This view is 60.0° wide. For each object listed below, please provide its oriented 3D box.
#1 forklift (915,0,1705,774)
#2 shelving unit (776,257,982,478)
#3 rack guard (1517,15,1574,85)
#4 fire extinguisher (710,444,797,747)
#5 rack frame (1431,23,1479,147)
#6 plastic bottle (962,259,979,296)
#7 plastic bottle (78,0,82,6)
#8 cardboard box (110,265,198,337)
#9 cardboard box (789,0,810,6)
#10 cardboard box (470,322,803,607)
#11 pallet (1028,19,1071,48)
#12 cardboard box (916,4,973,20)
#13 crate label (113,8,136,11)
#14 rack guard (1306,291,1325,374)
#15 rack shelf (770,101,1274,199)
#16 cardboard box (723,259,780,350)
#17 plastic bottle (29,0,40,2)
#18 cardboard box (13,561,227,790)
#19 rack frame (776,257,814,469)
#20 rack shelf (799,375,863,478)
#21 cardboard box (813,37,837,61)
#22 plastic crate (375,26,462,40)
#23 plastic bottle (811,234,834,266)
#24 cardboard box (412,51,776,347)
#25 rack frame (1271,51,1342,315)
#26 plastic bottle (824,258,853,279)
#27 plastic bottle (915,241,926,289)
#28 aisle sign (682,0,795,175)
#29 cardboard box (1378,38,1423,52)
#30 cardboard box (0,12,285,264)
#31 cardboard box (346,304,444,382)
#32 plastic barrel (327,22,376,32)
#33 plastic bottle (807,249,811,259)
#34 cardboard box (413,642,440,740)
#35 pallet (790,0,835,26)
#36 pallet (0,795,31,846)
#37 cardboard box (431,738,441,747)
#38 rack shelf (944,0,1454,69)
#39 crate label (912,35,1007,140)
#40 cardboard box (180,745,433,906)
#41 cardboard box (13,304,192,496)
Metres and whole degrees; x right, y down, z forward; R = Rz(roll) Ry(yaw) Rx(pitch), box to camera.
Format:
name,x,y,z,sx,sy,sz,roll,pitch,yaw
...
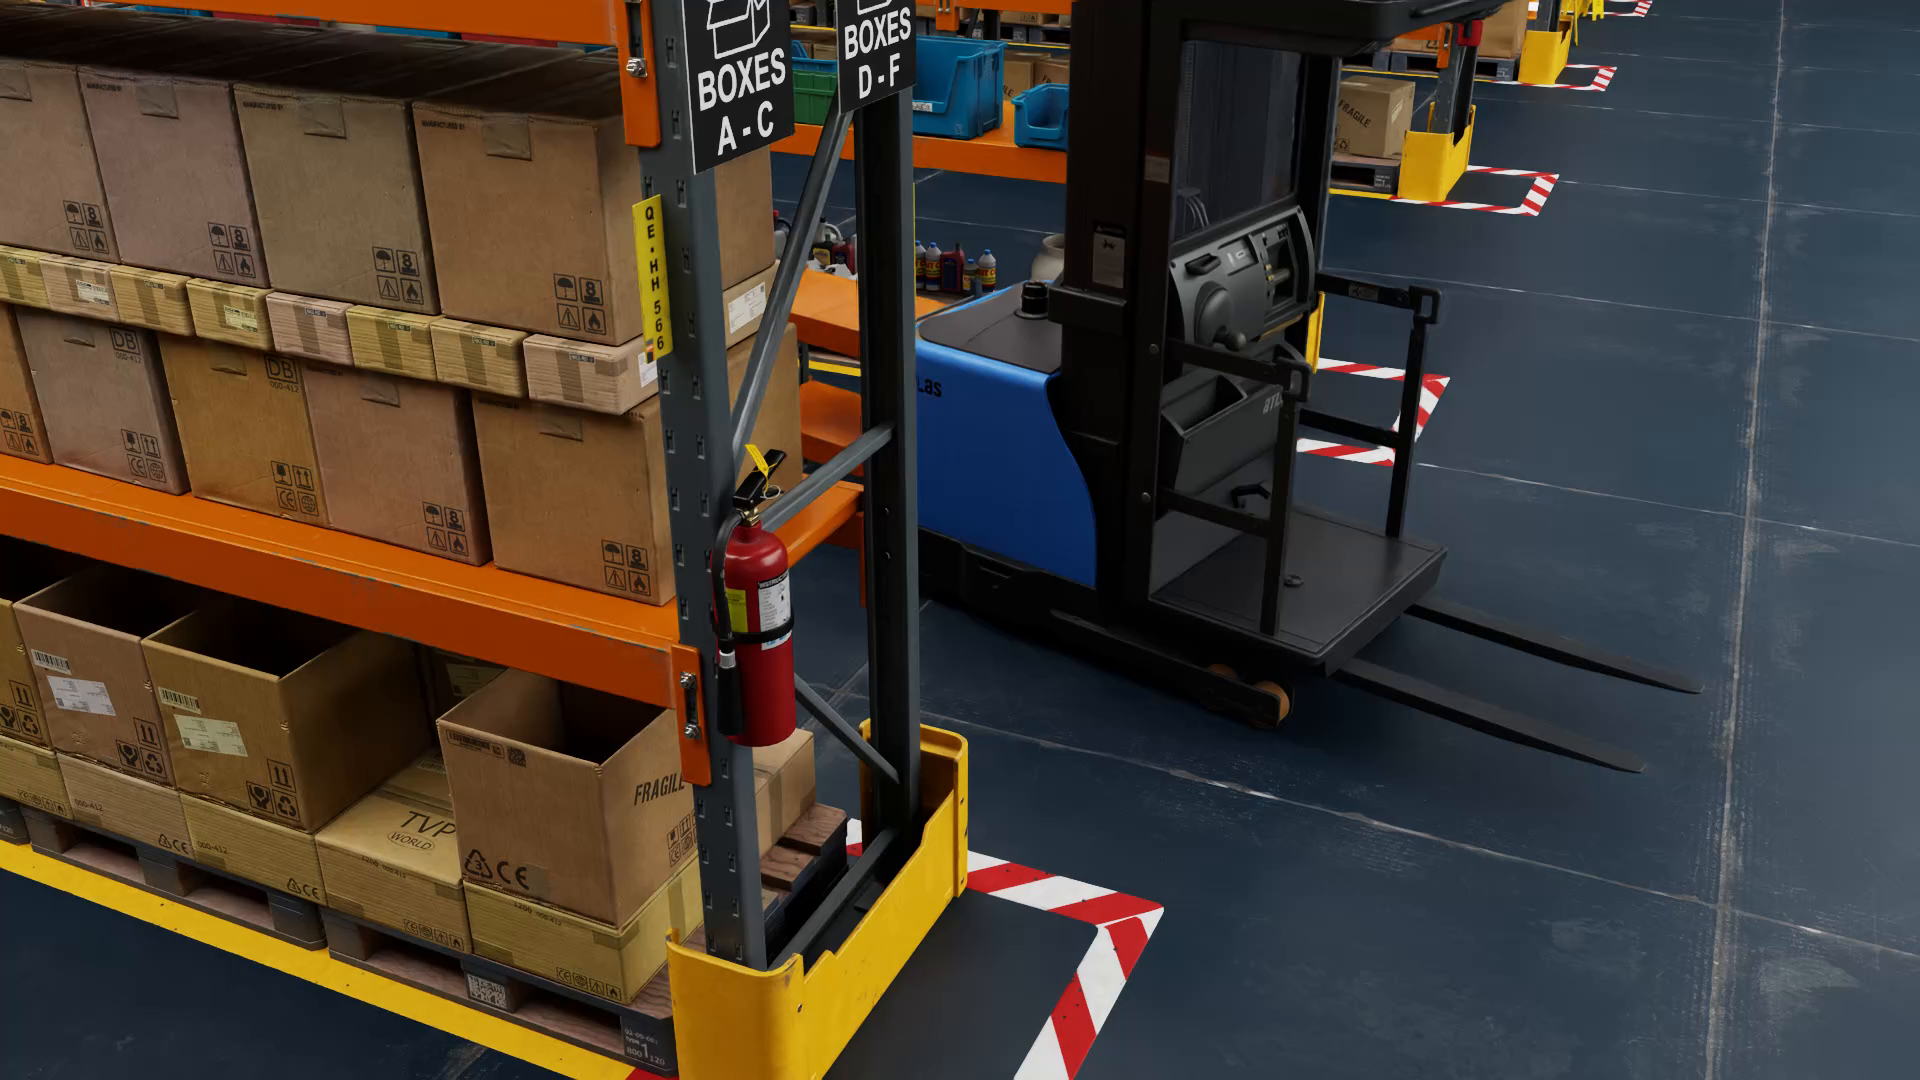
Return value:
name,x,y,z,sx,sy,sz,roll,pitch,yaw
forklift,1.172,-0.911,5.783,3.031,2.935,1.130,19,32,34
shelving unit,-0.473,-0.645,7.286,1.048,1.125,0.538,19,32,34
rack guard,5.895,-4.944,16.726,0.348,0.500,1.175,11,28,22
fire extinguisher,-0.461,0.132,3.675,0.183,0.674,0.296,11,28,22
rack frame,3.728,-4.094,12.170,0.127,3.000,1.000,11,28,22
plastic bottle,0.062,-1.520,9.612,0.097,0.201,0.097,0,26,0
plastic bottle,-6.145,-3.800,11.705,0.133,0.283,0.061,11,28,22
cardboard box,-1.982,-0.677,4.381,0.250,0.149,0.380,12,29,23
cardboard box,-2.116,-6.615,19.644,0.500,0.500,0.500,11,28,22
cardboard box,-0.796,-0.247,4.242,0.500,0.500,0.700,11,28,22
pallet,1.498,-5.661,18.509,1.213,0.211,1.003,11,28,22
cardboard box,-0.095,-6.406,18.936,0.750,0.750,1.050,12,29,23
crate label,-5.376,-3.262,10.670,0.416,0.233,0.303,11,28,22
rack guard,1.589,-0.976,8.667,0.348,0.500,1.175,11,28,22
rack shelf,-0.143,-2.146,9.026,4.000,0.370,1.077,11,28,22
cardboard box,-0.644,-0.606,4.237,0.250,0.149,0.380,11,28,21
plastic bottle,-6.599,-3.892,11.891,0.133,0.283,0.061,11,28,22
cardboard box,-2.358,0.350,4.932,0.500,0.500,0.500,11,28,22
rack frame,-0.871,-0.784,7.569,0.032,1.125,0.500,19,32,34
rack shelf,-0.473,-0.425,7.394,1.000,0.278,0.538,19,32,34
cardboard box,-0.889,-4.117,14.548,0.500,0.500,0.700,11,28,21
plastic crate,-3.096,-2.903,9.769,0.575,0.384,0.392,11,28,22
plastic bottle,-0.808,-1.671,9.825,0.133,0.283,0.061,11,28,22
cardboard box,-0.844,-0.839,3.976,0.500,0.500,0.700,11,28,22
rack frame,1.678,-2.103,8.125,0.127,3.000,1.000,11,28,22
plastic bottle,-0.672,-1.382,9.162,0.185,0.351,0.144,13,29,24
plastic bottle,-0.247,-1.614,9.722,0.097,0.271,0.097,0,26,0
aisle sign,-0.438,-1.148,3.242,0.004,0.787,0.394,11,28,22
cardboard box,4.427,-5.563,17.082,0.875,0.875,0.875,11,28,21
cardboard box,-2.240,-1.116,4.539,0.500,0.500,0.700,11,28,22
cardboard box,-1.274,-0.535,4.093,0.250,0.149,0.380,11,28,21
plastic barrel,-3.805,-3.371,10.548,0.433,0.535,0.433,0,26,0
plastic bottle,-0.917,-1.763,10.011,0.133,0.283,0.061,13,29,25
cardboard box,-1.688,0.233,5.170,0.500,0.500,0.500,11,28,22
pallet,-2.120,-6.425,20.061,1.213,0.211,1.003,11,28,22
pallet,-3.311,0.570,5.853,1.213,0.211,1.003,11,28,22
cardboard box,-1.684,0.565,5.345,0.500,0.250,0.500,11,28,22
rack shelf,1.908,-4.137,13.071,4.000,0.370,1.077,11,28,22
crate label,-0.110,-2.346,8.579,0.616,0.435,0.502,11,28,22
cardboard box,-1.902,0.777,4.913,0.500,0.250,0.500,11,28,22
cardboard box,-2.206,-0.529,4.815,0.500,0.500,0.700,12,29,23
